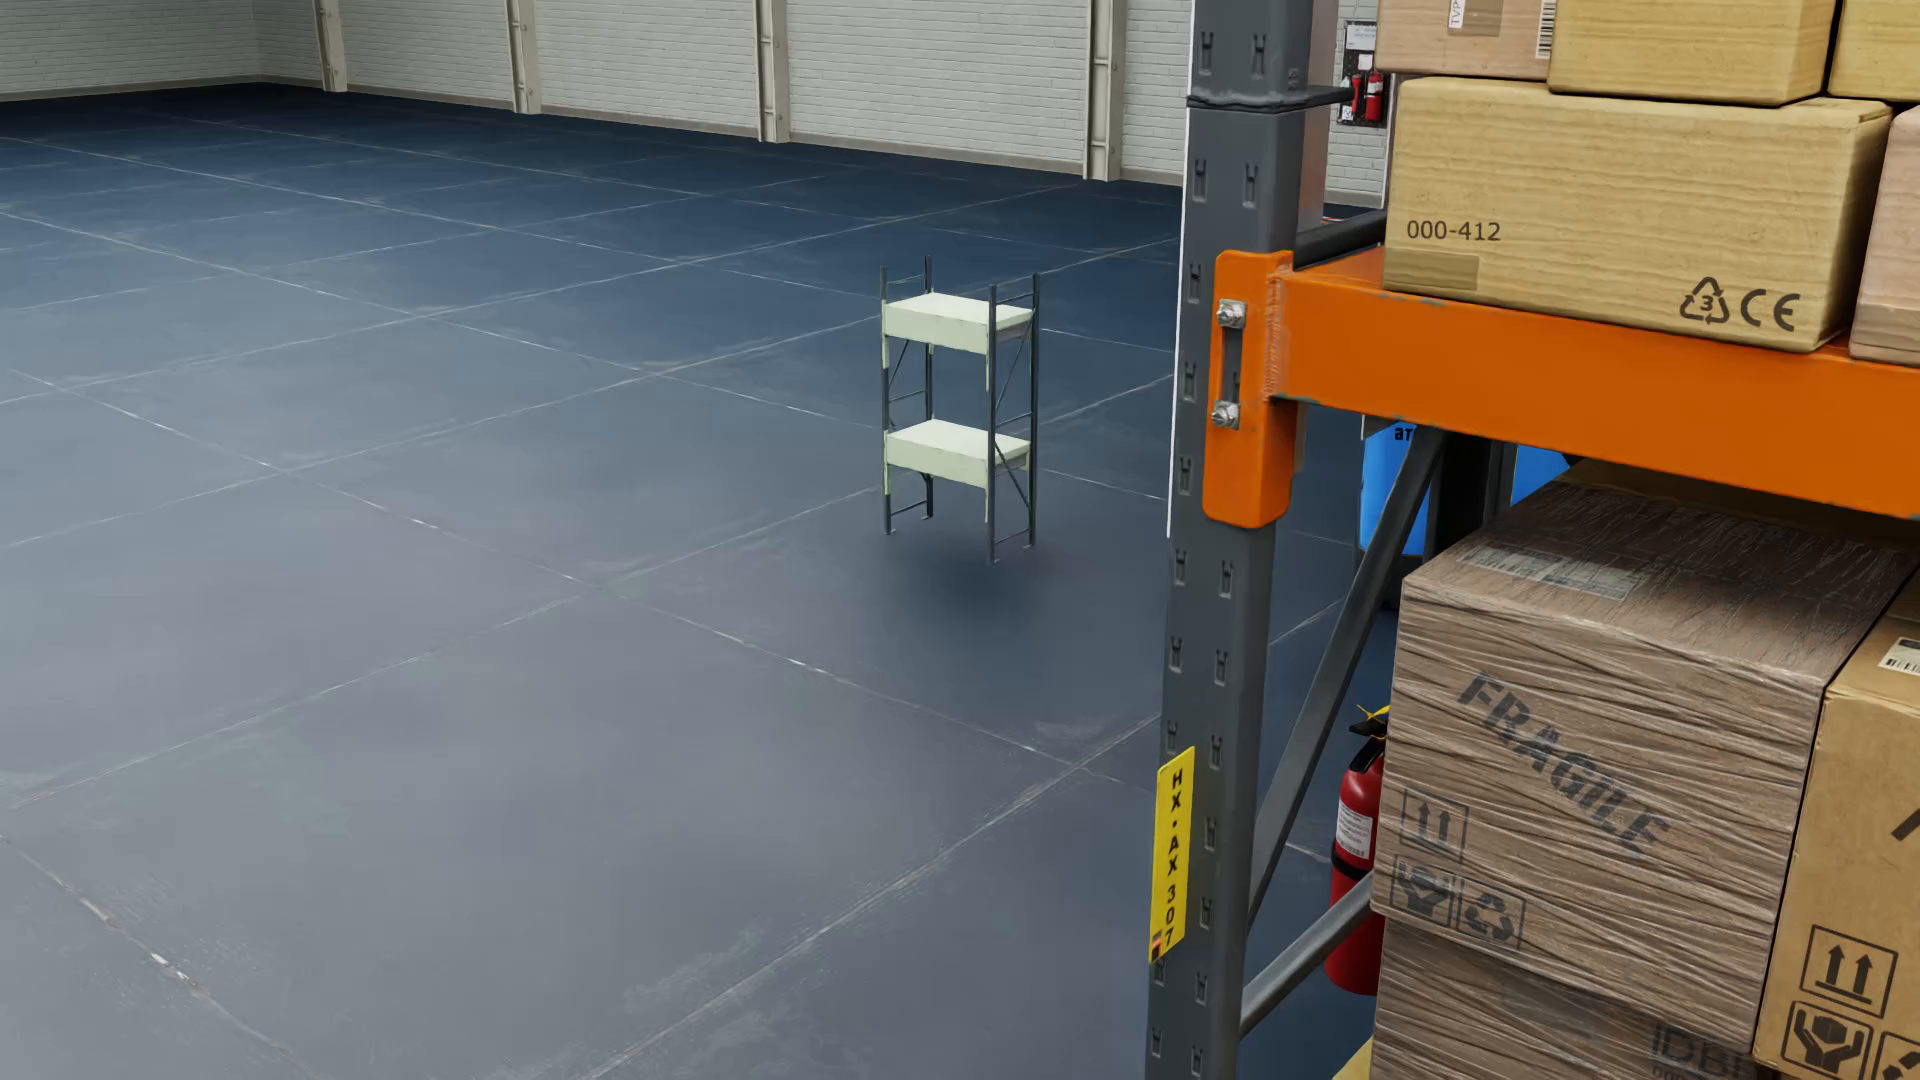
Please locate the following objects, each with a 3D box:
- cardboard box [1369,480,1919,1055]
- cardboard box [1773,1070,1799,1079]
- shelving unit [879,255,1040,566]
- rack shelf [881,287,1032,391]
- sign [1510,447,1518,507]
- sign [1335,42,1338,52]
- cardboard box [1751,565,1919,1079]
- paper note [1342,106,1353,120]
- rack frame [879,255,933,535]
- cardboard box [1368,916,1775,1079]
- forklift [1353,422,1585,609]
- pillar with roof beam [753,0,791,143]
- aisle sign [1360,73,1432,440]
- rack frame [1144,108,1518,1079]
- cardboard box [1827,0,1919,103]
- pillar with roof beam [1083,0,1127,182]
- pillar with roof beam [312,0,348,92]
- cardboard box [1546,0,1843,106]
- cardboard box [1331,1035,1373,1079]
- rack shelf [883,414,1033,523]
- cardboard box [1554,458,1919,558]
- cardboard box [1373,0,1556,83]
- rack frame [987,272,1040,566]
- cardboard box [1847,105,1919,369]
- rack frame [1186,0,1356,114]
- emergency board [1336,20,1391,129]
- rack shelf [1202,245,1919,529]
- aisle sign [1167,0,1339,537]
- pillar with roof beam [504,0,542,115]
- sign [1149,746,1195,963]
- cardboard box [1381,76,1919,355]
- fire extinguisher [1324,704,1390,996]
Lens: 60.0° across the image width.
[{"bbox_3d":[0.911,0.266,2.232,0.500,0.500,0.500,16,26,36],"label":"cardboard box"},{"bbox_3d":[1.529,0.745,2.378,0.500,0.500,0.875,16,26,36],"label":"cardboard box"},{"bbox_3d":[-0.005,-0.703,8.907,0.755,1.500,0.431,16,26,36],"label":"shelving unit"},{"bbox_3d":[-0.005,-1.068,8.770,0.720,0.370,0.431,16,26,36],"label":"rack shelf"},{"bbox_3d":[1.024,-0.115,3.132,0.005,0.325,0.100,16,26,36],"label":"sign"},{"bbox_3d":[4.238,-5.733,19.319,0.331,0.109,0.001,16,26,36],"label":"sign"},{"bbox_3d":[1.294,0.379,1.931,0.500,0.500,0.500,16,26,36],"label":"cardboard box"},{"bbox_3d":[4.510,-4.967,19.336,0.142,0.148,0.016,16,26,36],"label":"paper note"},{"bbox_3d":[-0.289,-0.785,9.124,0.023,1.500,0.400,16,26,36],"label":"rack frame"},{"bbox_3d":[1.066,0.666,2.586,0.500,0.500,0.875,16,26,36],"label":"cardboard box"},{"bbox_3d":[3.537,-1.082,7.883,3.031,2.935,1.130,5,21,12],"label":"forklift"},{"bbox_3d":[-5.525,-9.066,20.457,0.400,9.000,9.100,16,26,36],"label":"pillar with roof beam"},{"bbox_3d":[0.799,-0.590,2.797,0.004,0.787,0.394,16,26,36],"label":"aisle sign"},{"bbox_3d":[0.657,0.722,3.002,0.127,3.000,1.000,16,26,36],"label":"rack frame"},{"bbox_3d":[1.138,-0.566,1.815,0.250,0.149,0.380,16,26,35],"label":"cardboard box"},{"bbox_3d":[-0.876,-7.728,16.907,0.400,9.000,9.100,16,26,36],"label":"pillar with roof beam"},{"bbox_3d":[-14.821,-11.744,27.556,0.400,9.000,9.100,16,26,36],"label":"pillar with roof beam"},{"bbox_3d":[0.864,-0.589,1.875,0.250,0.149,0.380,17,26,37],"label":"cardboard box"},{"bbox_3d":[0.727,0.969,2.705,0.250,0.149,0.380,16,26,36],"label":"cardboard box"},{"bbox_3d":[-0.005,-0.398,9.023,0.720,0.370,0.431,16,26,36],"label":"rack shelf"},{"bbox_3d":[1.240,0.124,2.609,0.500,0.500,0.500,16,26,36],"label":"cardboard box"},{"bbox_3d":[0.724,-0.673,2.098,0.250,0.149,0.380,16,26,36],"label":"cardboard box"},{"bbox_3d":[0.278,-0.622,8.691,0.023,1.500,0.400,16,26,36],"label":"rack frame"},{"bbox_3d":[1.271,-0.320,1.726,0.500,0.250,0.500,15,26,35],"label":"cardboard box"},{"bbox_3d":[0.657,-2.085,1.943,0.127,3.000,1.000,16,26,36],"label":"rack frame"},{"bbox_3d":[4.604,-5.321,19.026,0.643,1.169,0.194,16,26,36],"label":"emergency board"},{"bbox_3d":[2.207,0.102,1.416,4.000,0.370,1.077,16,26,36],"label":"rack shelf"},{"bbox_3d":[0.420,-0.426,2.362,0.004,0.787,0.394,16,26,36],"label":"aisle sign"},{"bbox_3d":[-10.173,-10.405,24.007,0.400,9.000,9.100,16,26,36],"label":"pillar with roof beam"},{"bbox_3d":[0.314,0.466,2.456,0.005,0.325,0.100,16,26,36],"label":"sign"},{"bbox_3d":[0.867,-0.433,2.027,0.500,0.250,0.500,17,27,38],"label":"cardboard box"},{"bbox_3d":[0.860,0.607,3.417,0.183,0.674,0.296,16,26,36],"label":"fire extinguisher"}]
